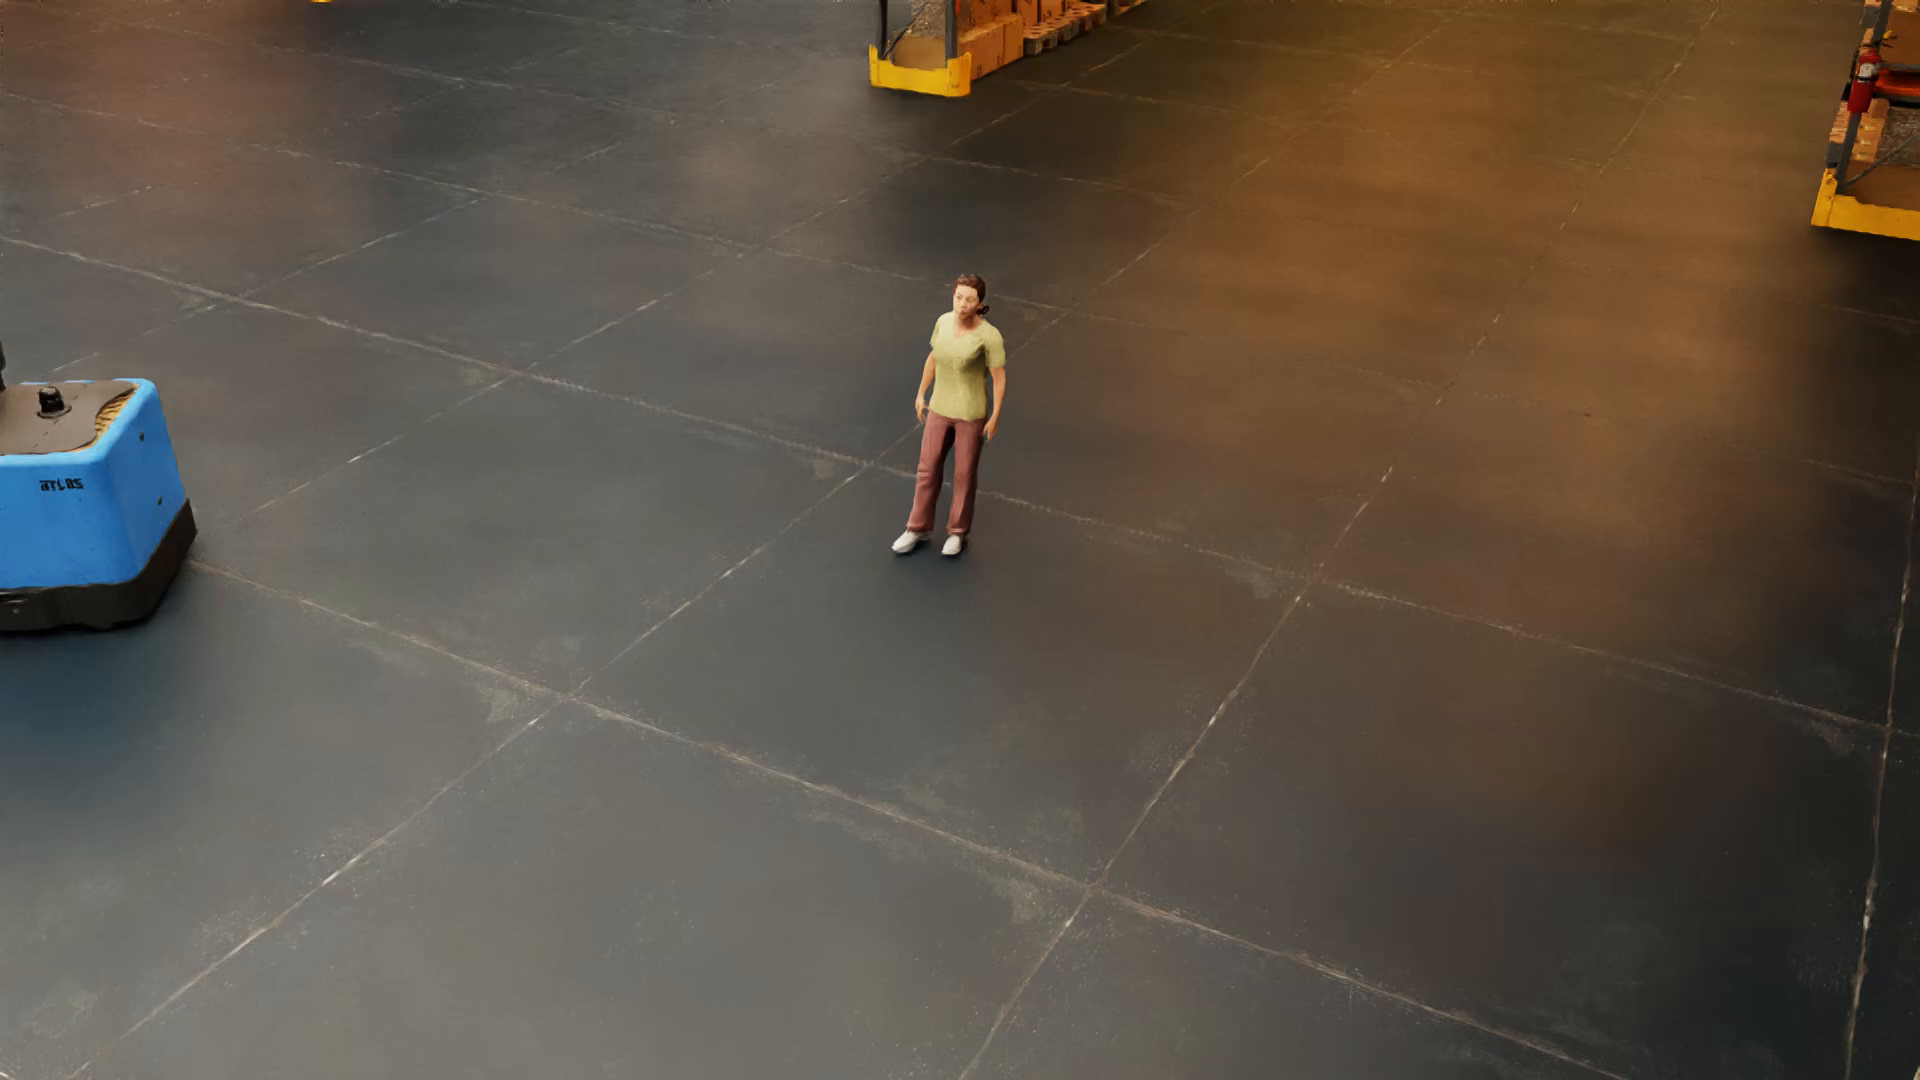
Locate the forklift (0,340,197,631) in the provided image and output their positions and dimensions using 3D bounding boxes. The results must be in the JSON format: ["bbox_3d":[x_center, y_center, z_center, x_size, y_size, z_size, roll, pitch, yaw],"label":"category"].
[{"bbox_3d":[-6.013,-0.951,8.718,3.031,2.935,1.130,-3,30,-5],"label":"forklift"}]

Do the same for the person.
[{"bbox_3d":[-0.046,-0.702,9.529,0.554,1.674,0.548,15,33,25],"label":"person"}]
